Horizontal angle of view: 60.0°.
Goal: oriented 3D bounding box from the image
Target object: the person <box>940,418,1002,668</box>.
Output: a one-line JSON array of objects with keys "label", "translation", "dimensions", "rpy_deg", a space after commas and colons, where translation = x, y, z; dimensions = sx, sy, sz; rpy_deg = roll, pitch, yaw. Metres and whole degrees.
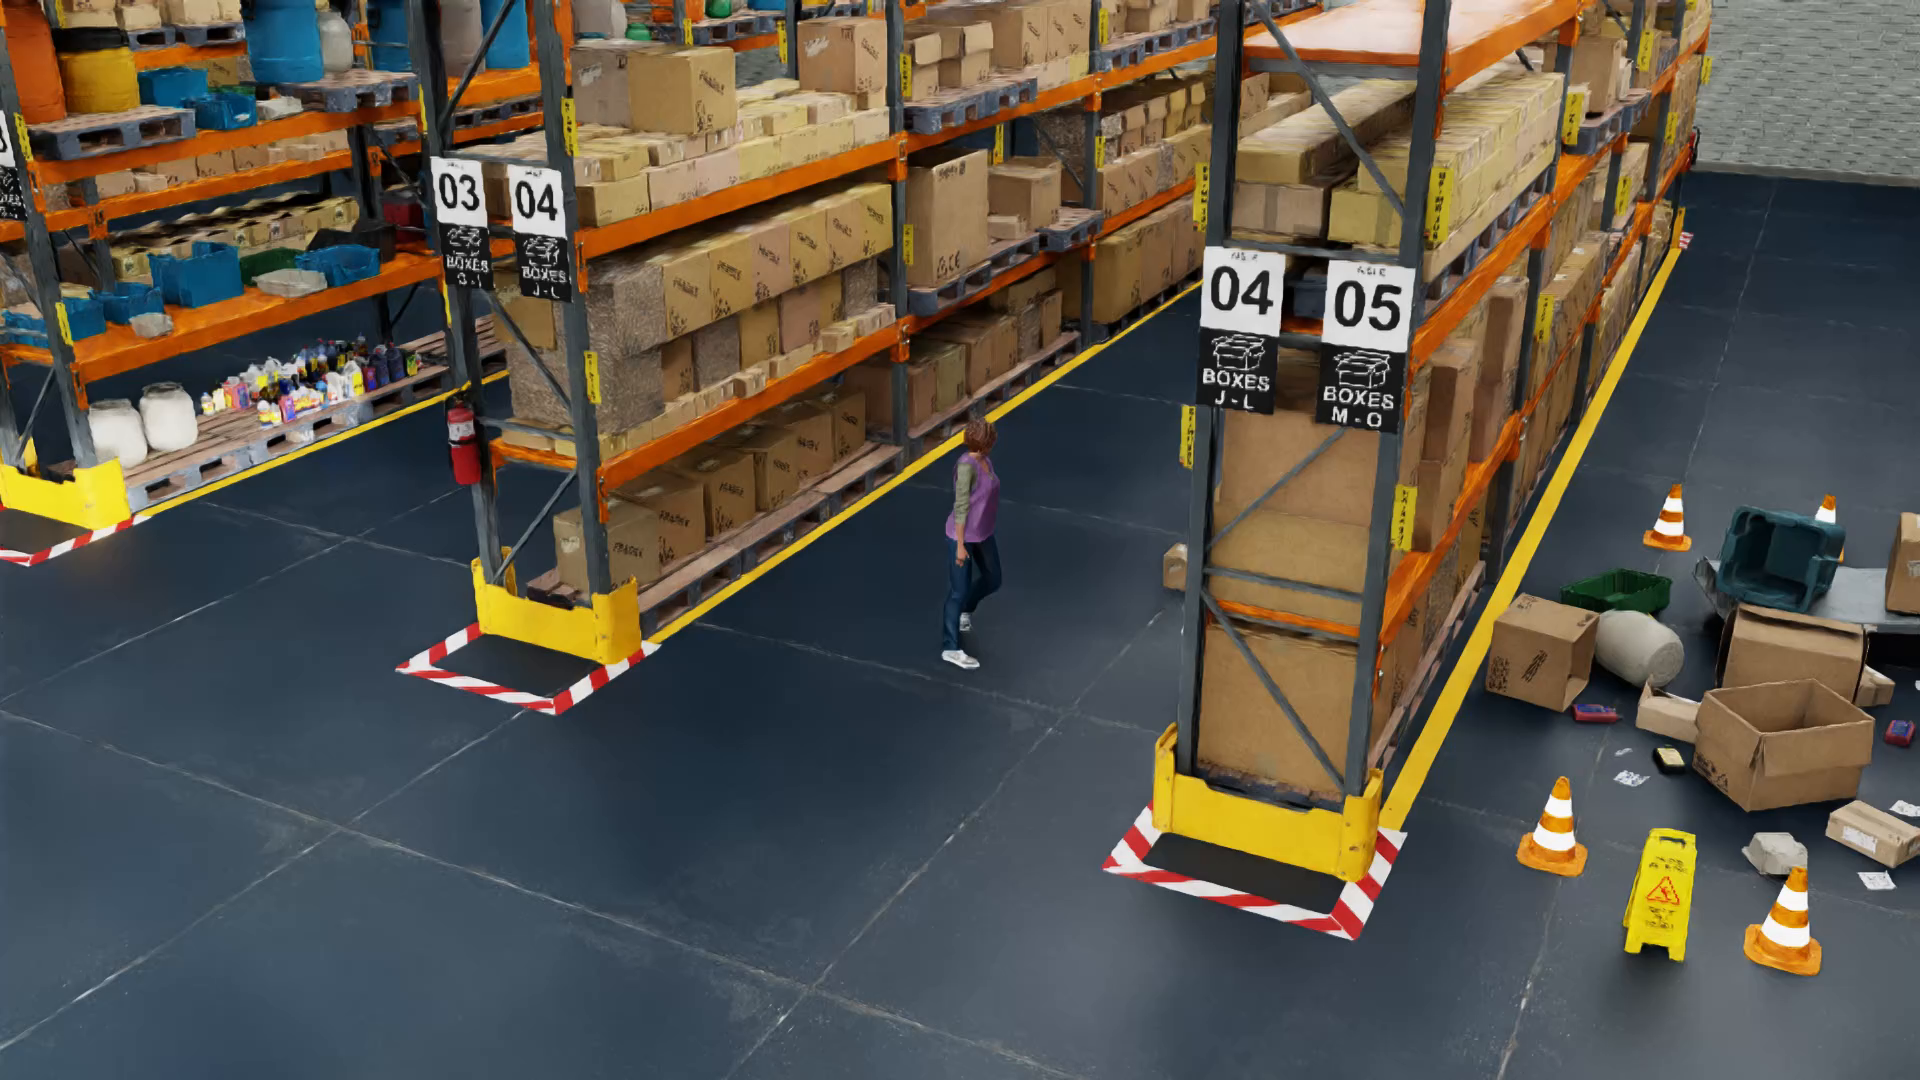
[{"label": "person", "translation": [0.046, 0.002, 10.768], "dimensions": [0.452, 1.554, 0.551], "rpy_deg": [14, 27, 29]}]
